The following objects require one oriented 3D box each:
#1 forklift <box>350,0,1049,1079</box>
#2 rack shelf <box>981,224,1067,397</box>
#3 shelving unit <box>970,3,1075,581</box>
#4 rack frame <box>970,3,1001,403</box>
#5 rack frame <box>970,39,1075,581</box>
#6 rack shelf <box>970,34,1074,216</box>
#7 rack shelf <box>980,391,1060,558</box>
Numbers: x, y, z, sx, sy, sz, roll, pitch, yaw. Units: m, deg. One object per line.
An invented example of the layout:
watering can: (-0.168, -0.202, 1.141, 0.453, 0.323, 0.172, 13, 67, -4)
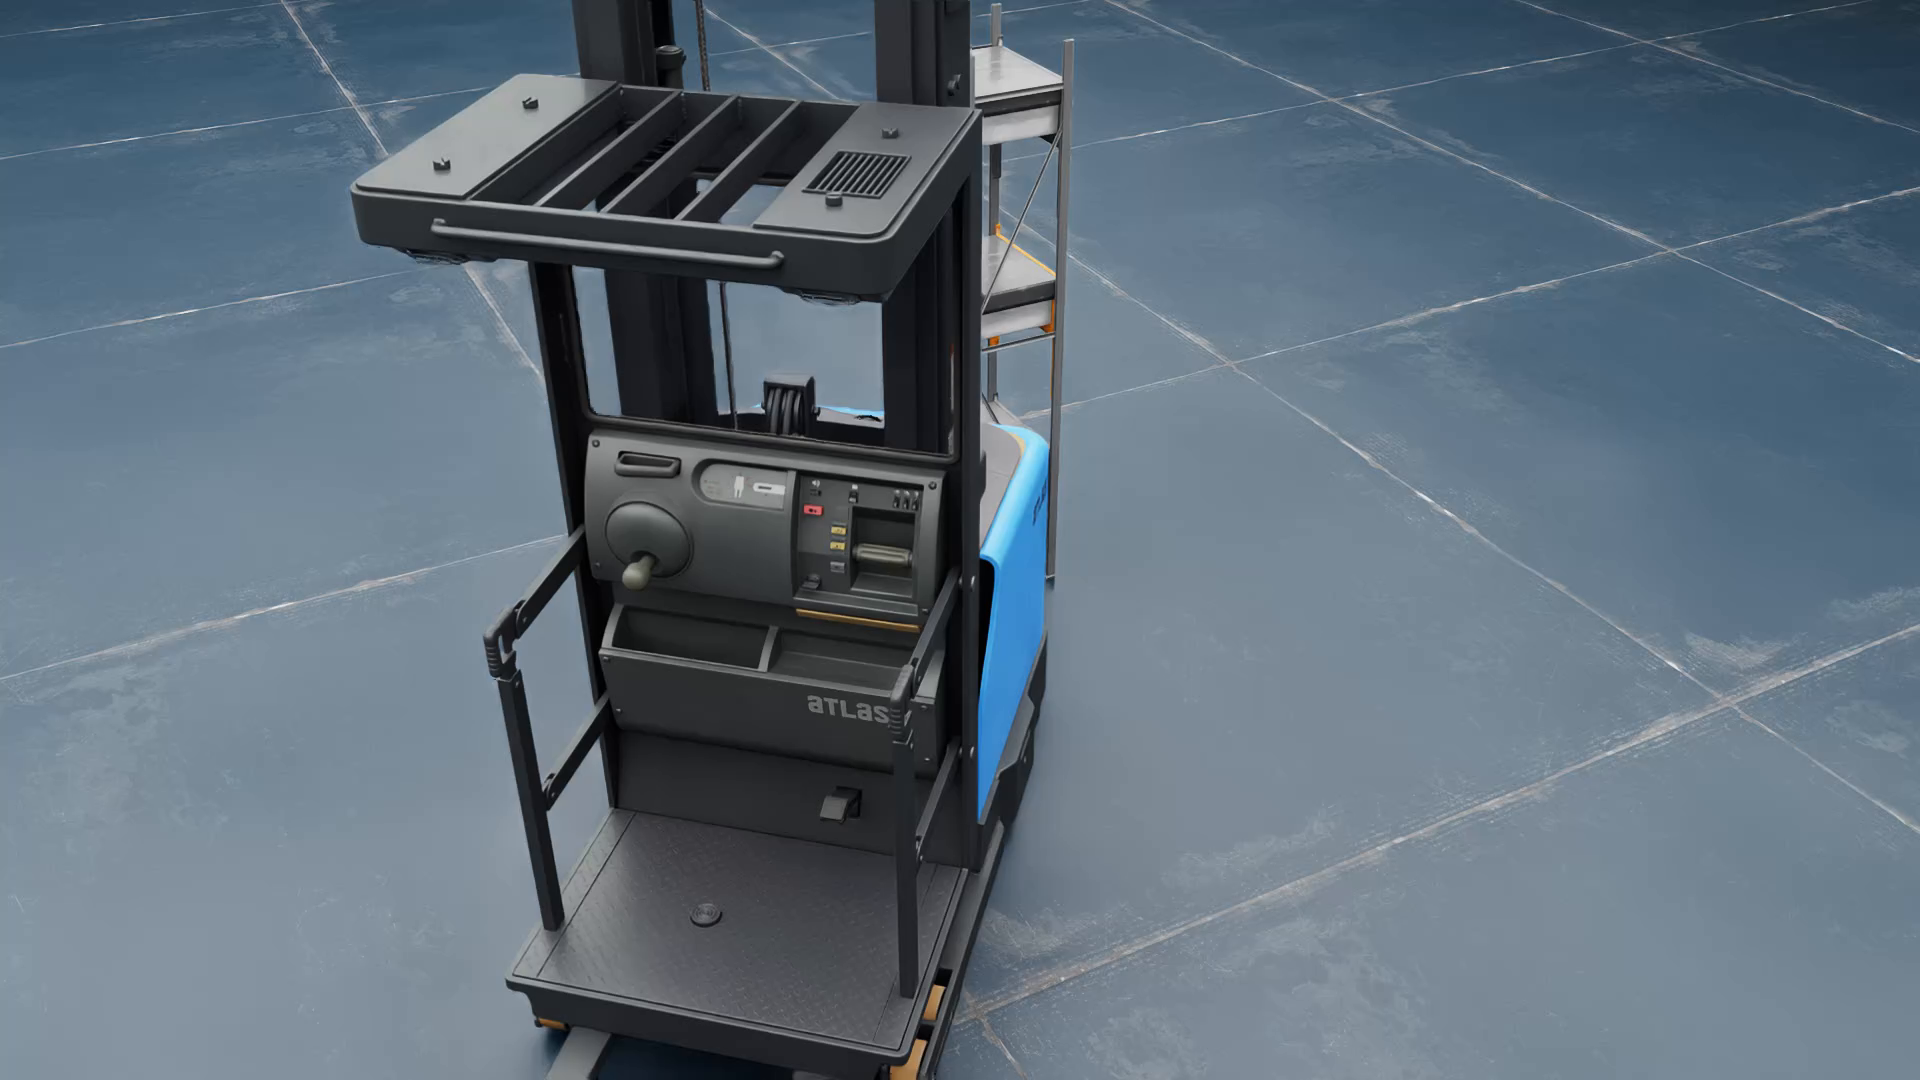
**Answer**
forklift: (-0.549, 0.025, 3.994, 1.130, 2.935, 3.031, 7, 33, 12)
rack shelf: (0.077, -0.794, 6.068, 0.431, 0.518, 0.480, -16, 36, -23)
shelving unit: (0.077, -0.805, 6.060, 0.431, 2.100, 0.503, -16, 36, -23)
rack frame: (-0.037, -0.922, 6.242, 0.400, 2.100, 0.015, -16, 36, -23)
rack frame: (0.191, -0.689, 5.879, 0.400, 2.100, 0.015, -16, 36, -23)
rack shelf: (0.077, -1.383, 5.690, 0.431, 0.518, 0.480, -16, 36, -23)
rack shelf: (0.077, -0.204, 6.445, 0.431, 0.518, 0.480, -16, 36, -23)
